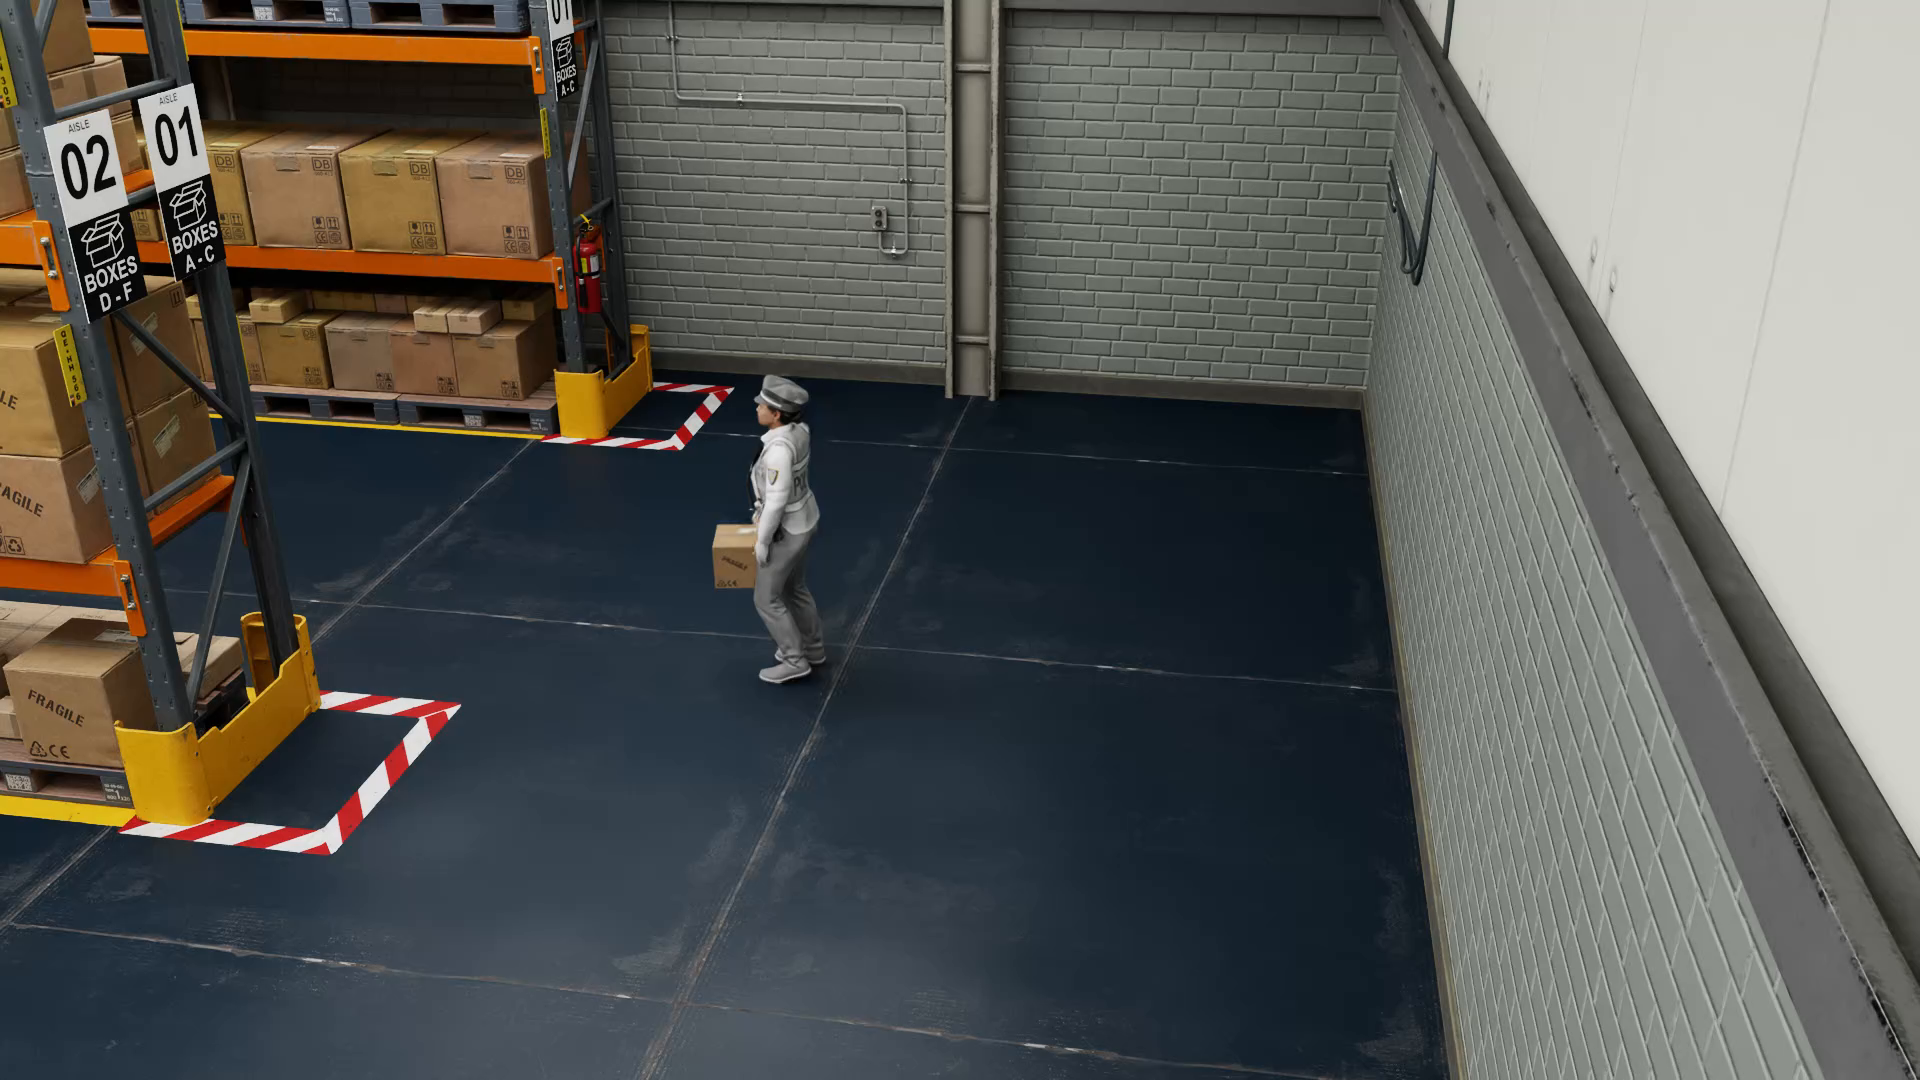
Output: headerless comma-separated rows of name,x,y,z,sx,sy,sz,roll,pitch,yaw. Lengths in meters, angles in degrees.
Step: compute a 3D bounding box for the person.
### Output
person,-0.955,-0.055,8.696,0.425,1.688,0.578,5,25,10
